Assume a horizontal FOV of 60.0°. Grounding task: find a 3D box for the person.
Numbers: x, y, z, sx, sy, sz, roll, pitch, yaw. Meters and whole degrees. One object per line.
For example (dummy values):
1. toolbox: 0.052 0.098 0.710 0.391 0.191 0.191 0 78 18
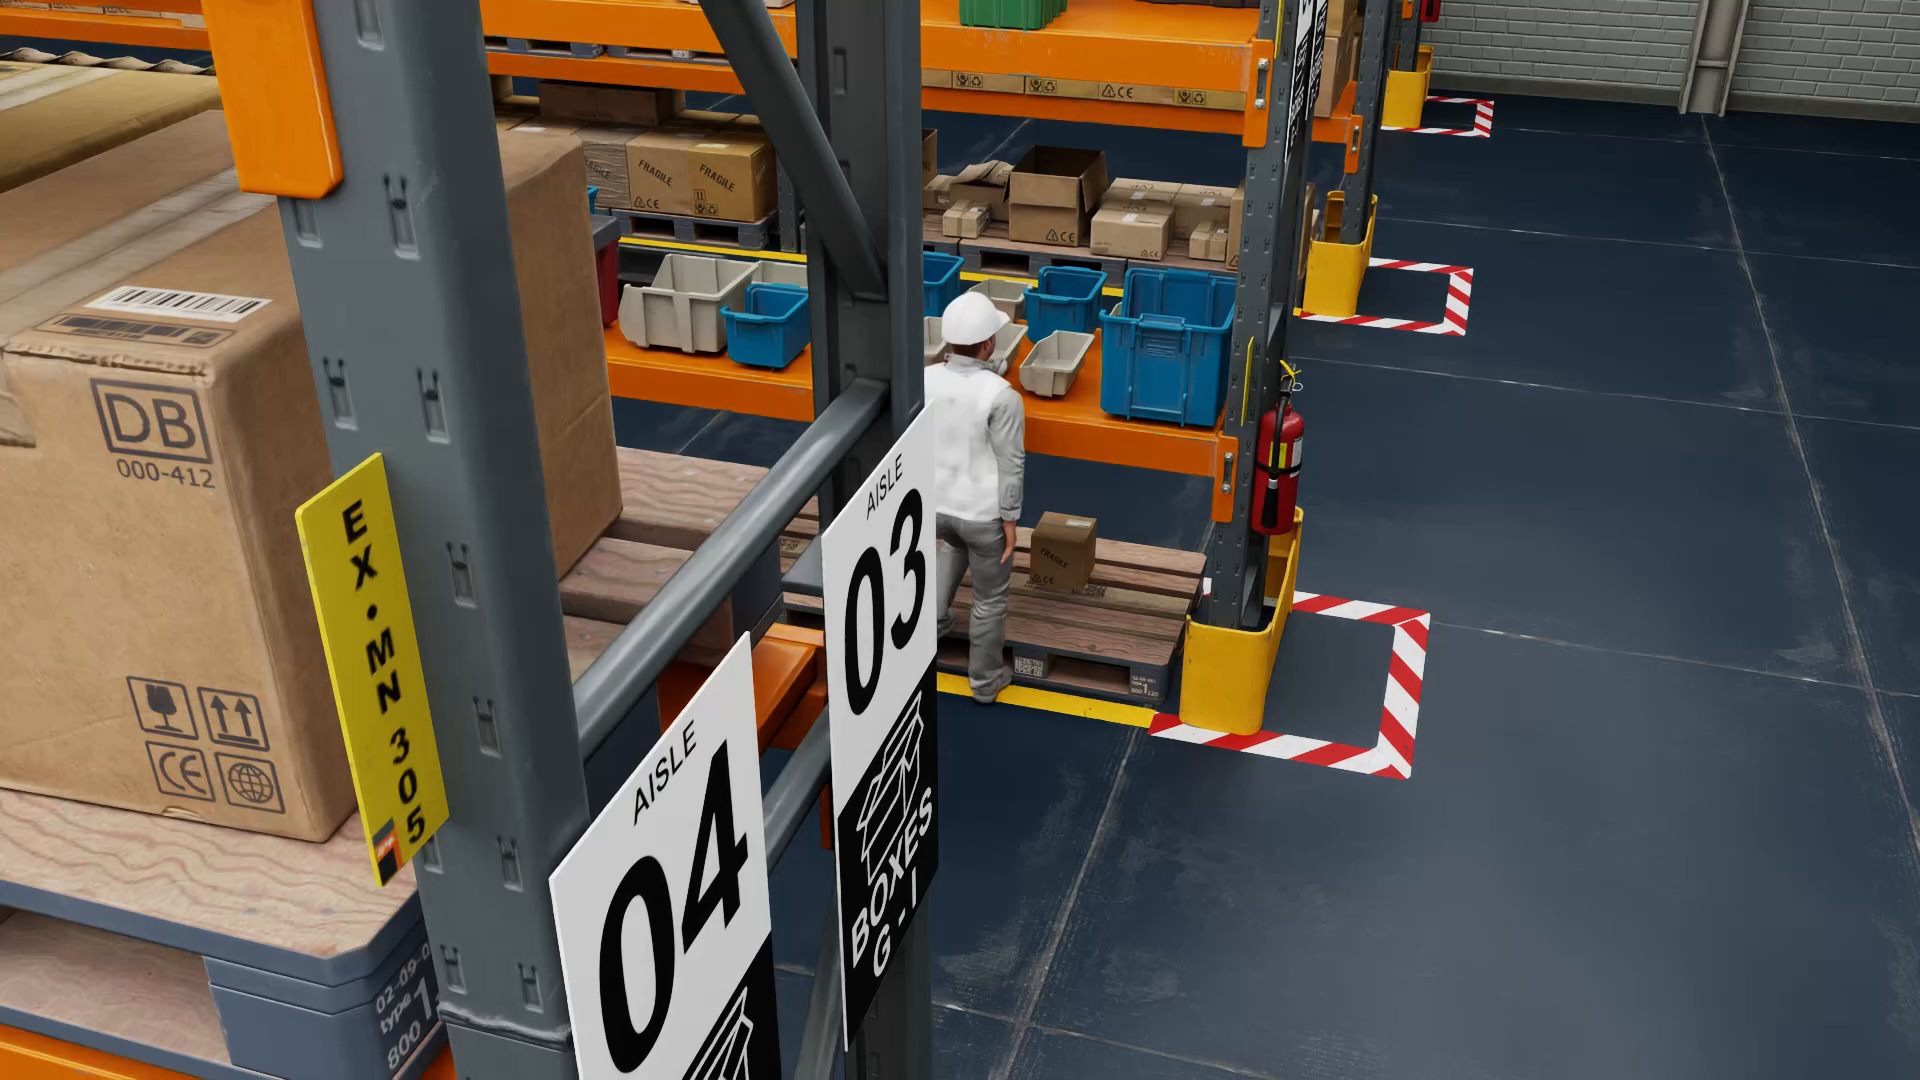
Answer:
1. person: 0.065 -0.178 6.877 0.572 1.790 0.486 15 33 26
